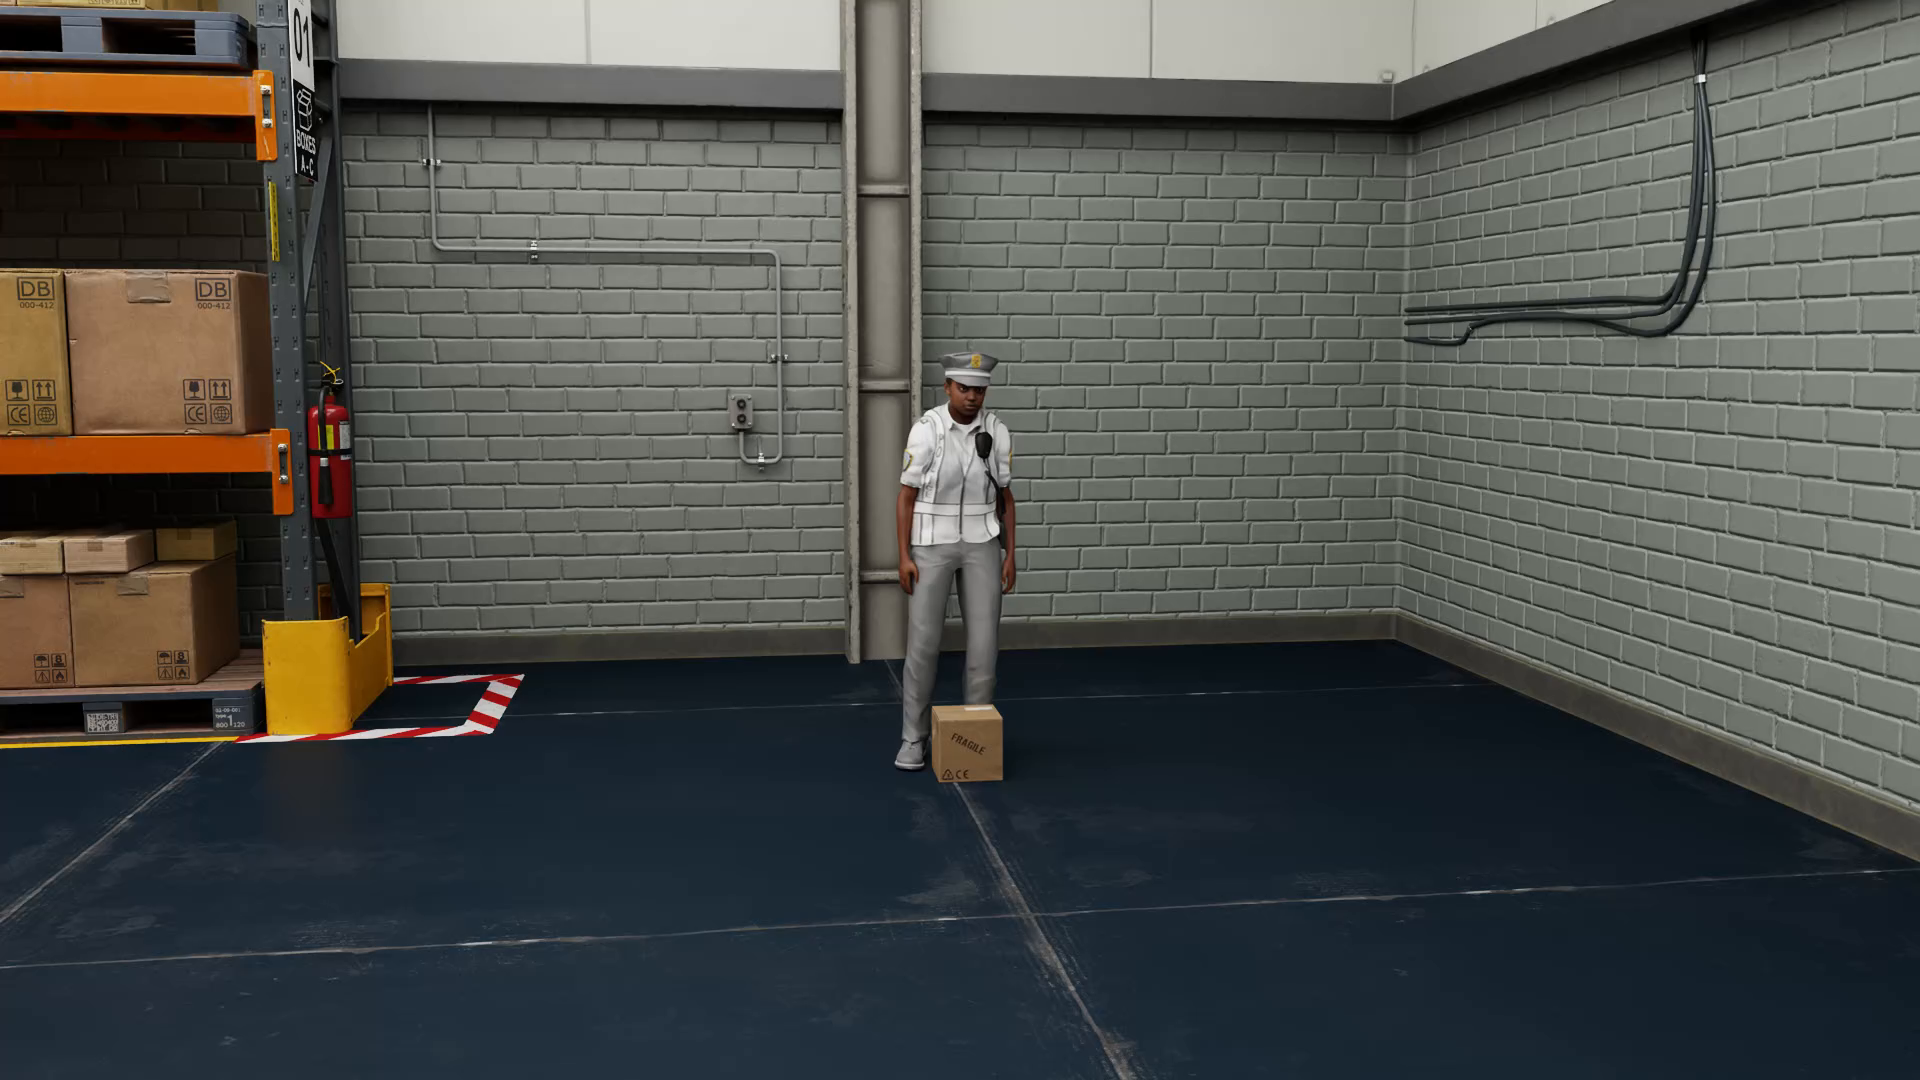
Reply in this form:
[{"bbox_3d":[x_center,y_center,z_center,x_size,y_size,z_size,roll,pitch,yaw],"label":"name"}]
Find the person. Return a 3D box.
[{"bbox_3d":[-0.018,0.077,6.686,0.522,1.658,0.427,-1,7,-12],"label":"person"}]
